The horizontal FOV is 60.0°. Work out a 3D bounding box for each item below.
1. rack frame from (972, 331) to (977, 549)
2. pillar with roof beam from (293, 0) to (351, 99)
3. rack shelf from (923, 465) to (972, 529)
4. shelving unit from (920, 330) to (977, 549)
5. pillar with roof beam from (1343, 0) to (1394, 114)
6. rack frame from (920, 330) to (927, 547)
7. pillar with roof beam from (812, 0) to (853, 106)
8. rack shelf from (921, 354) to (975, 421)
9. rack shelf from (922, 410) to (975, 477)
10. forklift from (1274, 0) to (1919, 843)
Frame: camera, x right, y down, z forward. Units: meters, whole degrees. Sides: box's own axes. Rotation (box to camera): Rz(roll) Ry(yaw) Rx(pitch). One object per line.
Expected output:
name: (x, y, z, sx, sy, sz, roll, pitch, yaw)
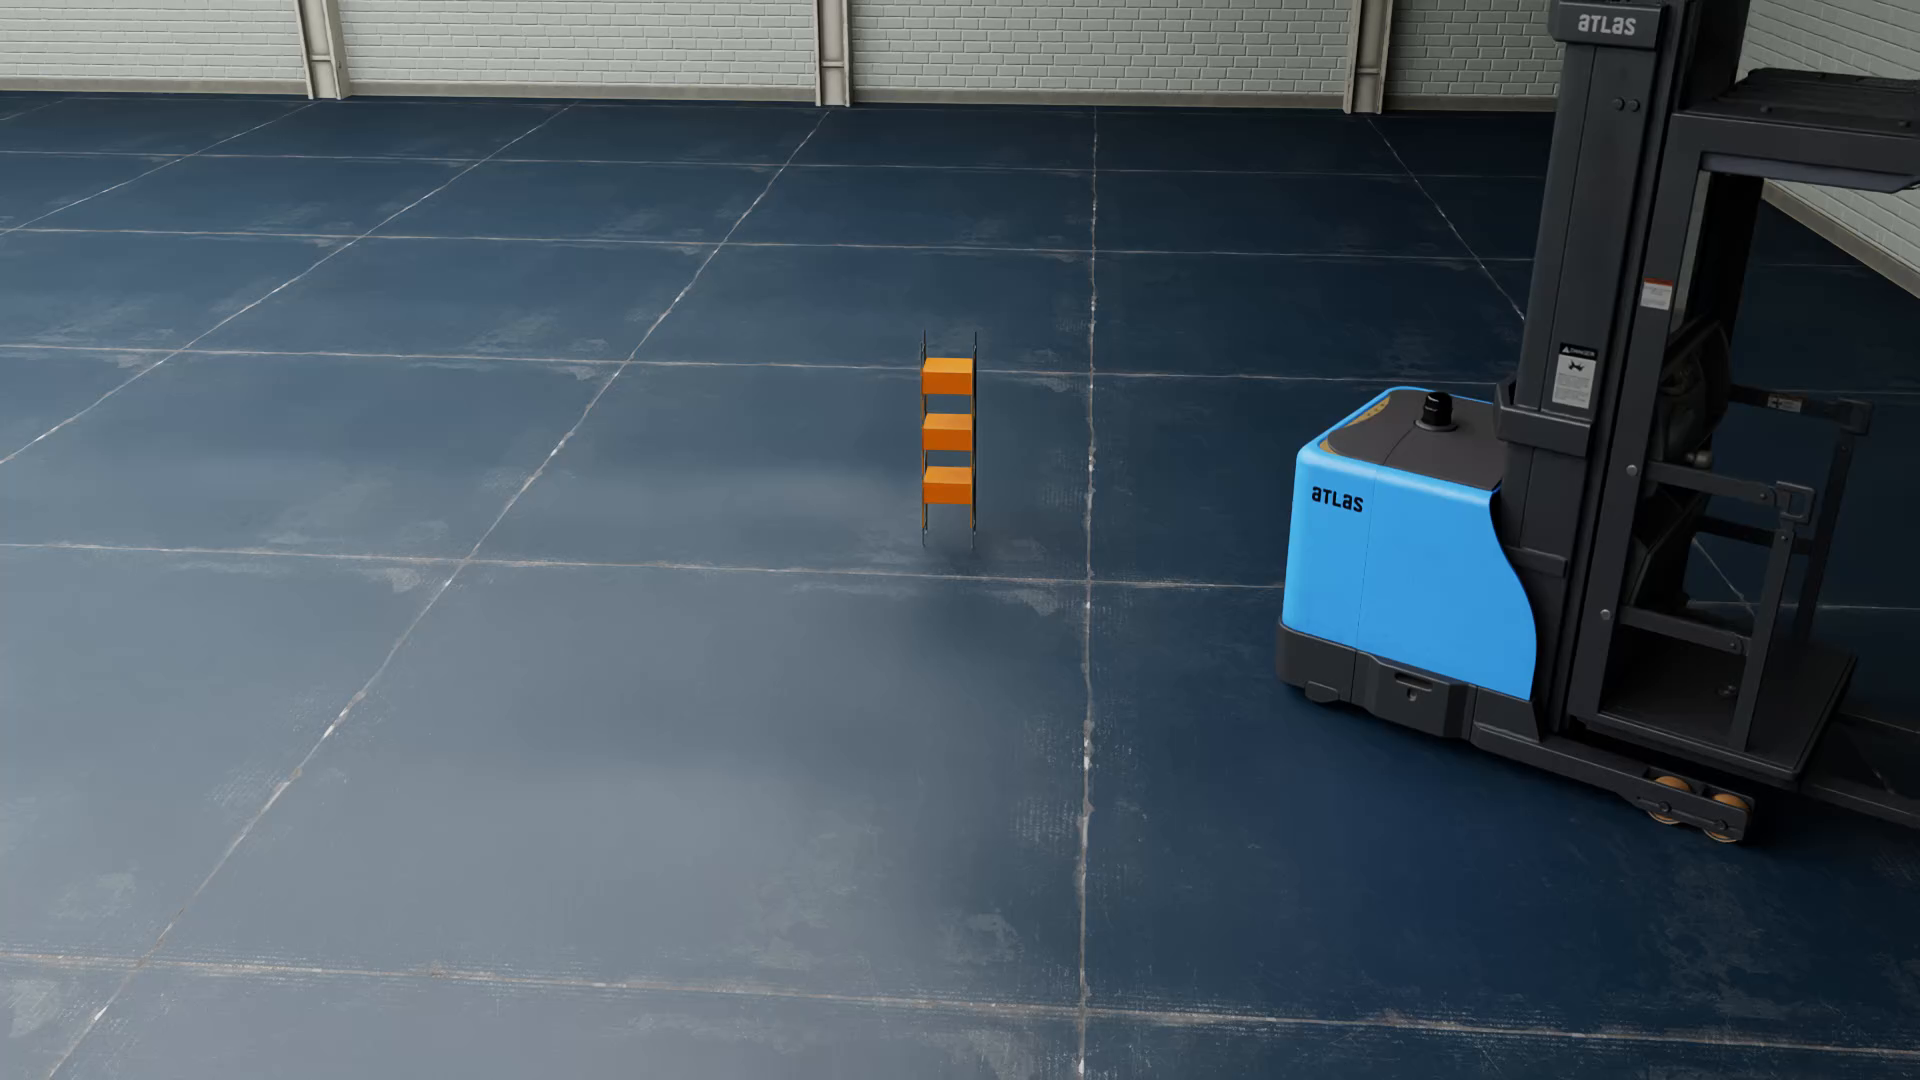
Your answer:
rack frame: (0.068, -0.475, 8.026, 0.008, 1.050, 0.200, 2, 25, 4)
pillar with roof beam: (-7.755, -7.521, 13.830, 0.400, 9.000, 9.100, 2, 25, 4)
rack shelf: (-0.053, -0.217, 8.155, 0.240, 0.259, 0.215, 2, 25, 4)
shelving unit: (-0.053, -0.479, 8.034, 0.252, 1.050, 0.215, 2, 25, 4)
pillar with roof beam: (4.209, -7.137, 12.996, 0.400, 9.000, 9.100, 2, 25, 4)
rack frame: (-0.175, -0.483, 8.043, 0.008, 1.050, 0.200, 2, 25, 4)
pillar with roof beam: (-1.773, -7.329, 13.413, 0.400, 9.000, 9.100, 2, 25, 4)
rack shelf: (-0.053, -0.727, 7.920, 0.240, 0.259, 0.215, 2, 25, 4)
rack shelf: (-0.053, -0.469, 8.039, 0.240, 0.259, 0.215, 2, 25, 4)
forklift: (2.790, -0.509, 5.850, 3.031, 2.935, 1.130, 17, 30, 32)
